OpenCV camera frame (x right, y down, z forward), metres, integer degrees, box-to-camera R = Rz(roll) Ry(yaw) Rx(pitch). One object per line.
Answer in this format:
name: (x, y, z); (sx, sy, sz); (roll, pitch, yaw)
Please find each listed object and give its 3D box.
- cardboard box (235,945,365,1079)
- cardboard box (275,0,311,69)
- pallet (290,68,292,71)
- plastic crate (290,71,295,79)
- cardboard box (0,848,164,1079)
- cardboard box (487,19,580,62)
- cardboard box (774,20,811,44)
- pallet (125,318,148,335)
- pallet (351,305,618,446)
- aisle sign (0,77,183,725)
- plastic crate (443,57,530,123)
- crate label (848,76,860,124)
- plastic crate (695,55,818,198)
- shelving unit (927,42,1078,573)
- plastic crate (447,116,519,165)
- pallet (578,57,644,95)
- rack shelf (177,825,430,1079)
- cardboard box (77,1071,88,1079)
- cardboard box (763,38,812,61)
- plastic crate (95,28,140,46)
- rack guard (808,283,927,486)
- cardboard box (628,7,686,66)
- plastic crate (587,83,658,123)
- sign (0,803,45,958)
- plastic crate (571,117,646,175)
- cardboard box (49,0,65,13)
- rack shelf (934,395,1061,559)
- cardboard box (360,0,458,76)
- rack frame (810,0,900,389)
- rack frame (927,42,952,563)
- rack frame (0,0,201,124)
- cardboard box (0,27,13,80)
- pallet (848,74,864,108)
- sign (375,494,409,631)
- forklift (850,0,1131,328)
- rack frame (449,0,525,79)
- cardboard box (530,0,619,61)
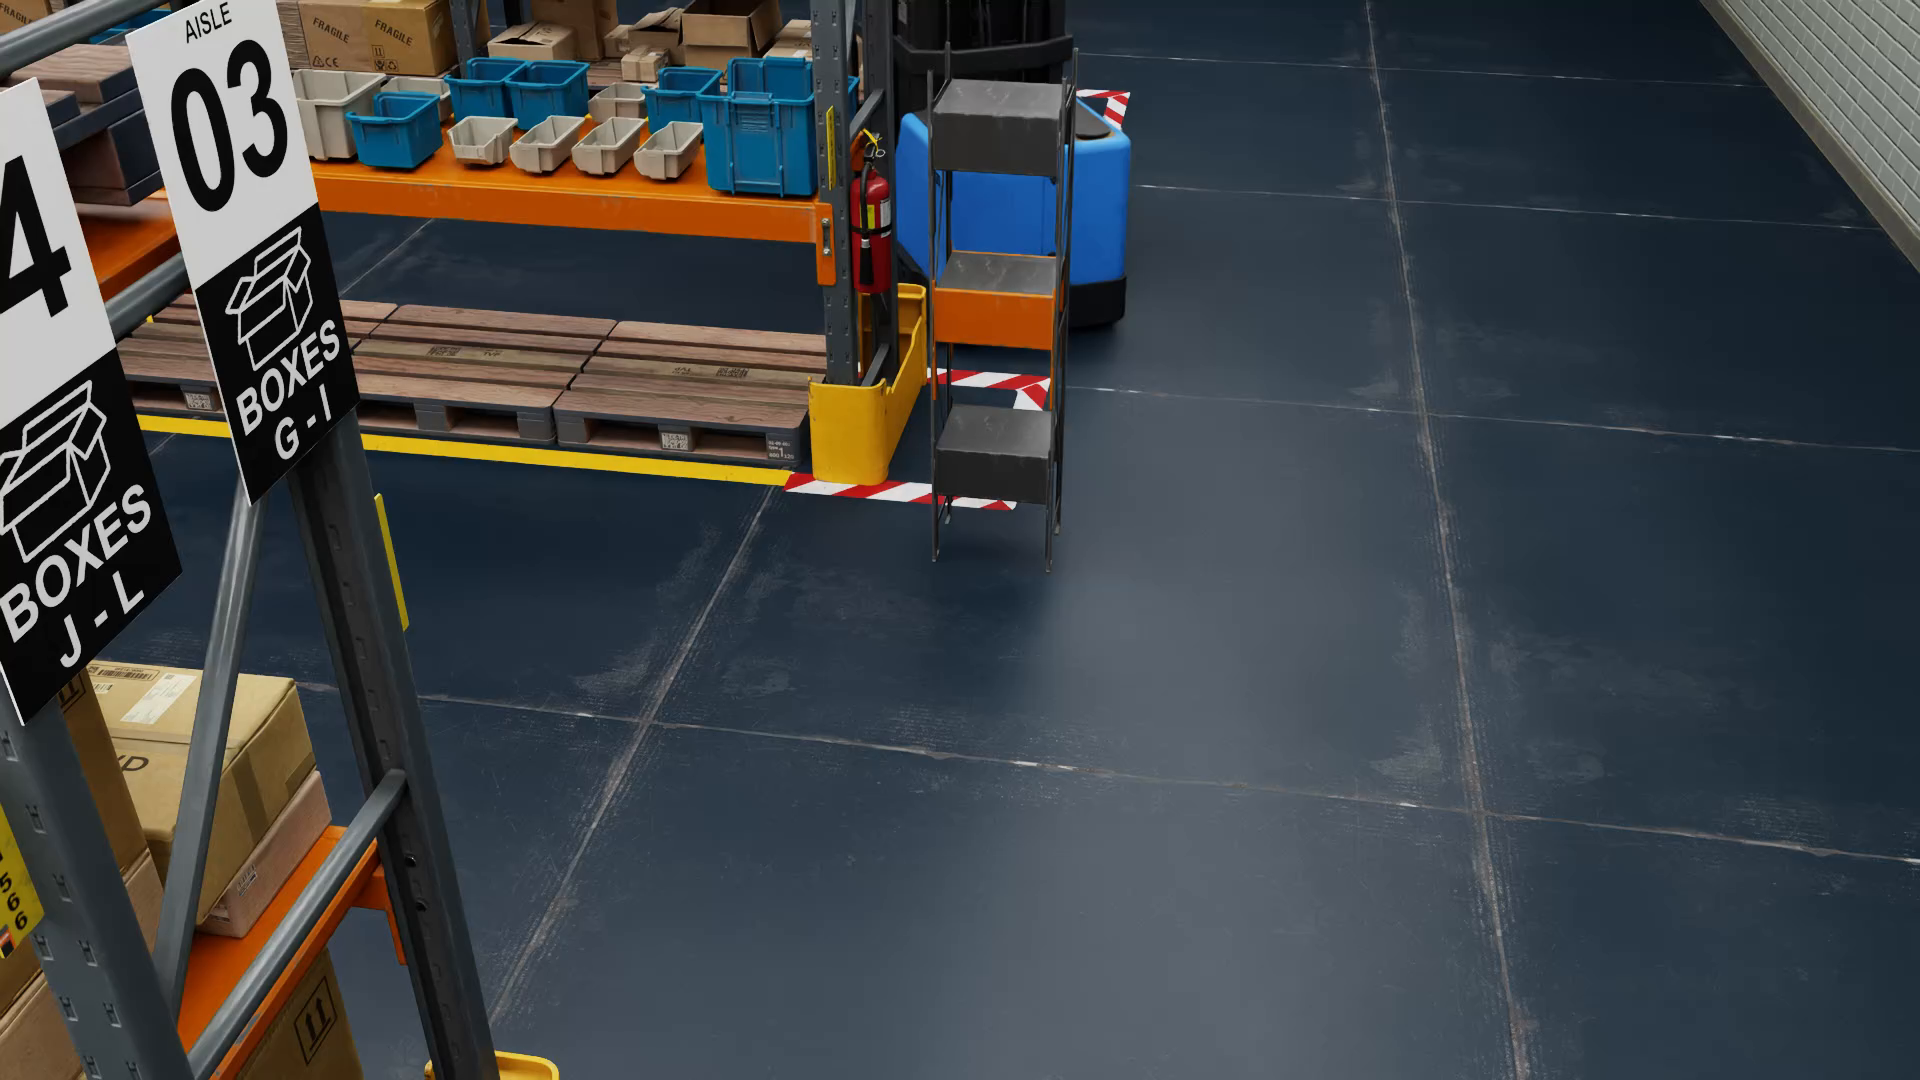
cardboard box: (-1.930, 1.466, 3.687); (0.875, 0.875, 0.875); (5, 32, 8)
cardboard box: (-5.073, -3.894, 12.585); (0.500, 0.500, 0.500); (6, 32, 9)
pallet: (-5.573, -3.757, 13.054); (1.213, 0.211, 1.003); (5, 32, 8)
plastic crate: (-3.247, -2.138, 8.041); (0.590, 0.125, 0.437); (5, 32, 8)
cardboard box: (-1.808, 0.792, 3.019); (0.500, 0.250, 0.500); (5, 32, 7)
cardboard box: (-3.181, -3.675, 12.414); (0.500, 0.311, 0.500); (5, 32, 8)
cardboard box: (-1.089, -3.729, 12.557); (0.500, 0.250, 0.500); (5, 32, 8)
pallet: (-5.149, -1.097, 8.804); (1.213, 0.211, 1.003); (5, 32, 8)
pallet: (-2.458, -0.854, 8.415); (1.213, 0.211, 1.003); (5, 32, 8)
aisle sign: (-1.265, -0.180, 2.260); (0.004, 0.787, 0.394); (5, 32, 8)
plastic crate: (-2.234, -2.125, 7.918); (0.300, 0.233, 0.416); (5, 32, 8)
crate label: (-0.640, -1.980, 7.688); (0.303, 0.233, 0.416); (5, 32, 8)
plastic crate: (-0.814, -1.804, 7.215); (0.499, 0.435, 0.616); (5, 32, 8)
shelving unit: (0.163, -0.875, 6.669); (0.503, 2.100, 0.431); (5, 32, 8)
plastic crate: (-2.144, -1.786, 7.468); (0.250, 0.136, 0.298); (5, 32, 8)
pallet: (-2.882, -3.535, 12.699); (1.213, 0.211, 1.003); (5, 32, 8)
rack shelf: (-3.257, 0.885, 3.687); (4.000, 0.370, 1.077); (5, 32, 8)
cardboard box: (-1.692, 1.006, 3.053); (0.250, 0.149, 0.380); (6, 33, 9)
cardboard box: (-1.124, -3.463, 12.132); (0.500, 0.250, 0.500); (5, 32, 8)
plastic crate: (-3.557, -2.030, 7.550); (0.583, 0.464, 0.402); (5, 32, 8)
rack guard: (-0.427, -0.777, 8.020); (0.348, 0.500, 1.175); (5, 32, 8)
cardboard box: (-2.210, -3.856, 12.703); (0.500, 0.311, 0.500); (5, 32, 8)
plastic crate: (-1.611, -2.072, 7.925); (0.298, 0.136, 0.250); (5, 32, 8)
sign: (-1.391, 0.450, 2.389); (0.005, 0.325, 0.100); (5, 32, 8)
plastic crate: (-1.570, -1.757, 7.422); (0.243, 0.136, 0.396); (5, 32, 8)
cardboard box: (-6.584, -4.029, 12.801); (0.500, 0.500, 0.500); (4, 32, 6)
rack shelf: (0.163, -0.270, 7.048); (0.480, 0.518, 0.431); (5, 32, 8)
cardboard box: (-4.093, -3.800, 12.435); (0.500, 0.500, 0.500); (5, 32, 8)
rack frame: (-0.452, -1.832, 7.349); (0.127, 3.000, 1.000); (5, 32, 8)
rack frame: (-0.077, -0.897, 6.704); (0.015, 2.100, 0.400); (5, 32, 8)
rack frame: (-1.286, -1.784, 1.619); (0.127, 3.000, 1.000); (5, 32, 8)
cardboard box: (-1.807, -0.794, 2.280); (0.500, 0.500, 0.700); (3, 32, 5)
pallet: (-0.476, -3.317, 12.351); (1.213, 0.211, 1.003); (5, 32, 8)
sign: (-1.186, 0.069, 3.423); (0.005, 0.325, 0.100); (5, 32, 8)
forklift: (-0.059, -3.051, 9.362); (1.130, 2.935, 3.031); (-10, 33, -16)
rack frame: (-3.558, -4.779, 12.058); (0.127, 3.000, 1.000); (5, 32, 8)
cardboard box: (-2.949, -4.003, 12.760); (0.500, 0.500, 0.500); (5, 32, 8)
